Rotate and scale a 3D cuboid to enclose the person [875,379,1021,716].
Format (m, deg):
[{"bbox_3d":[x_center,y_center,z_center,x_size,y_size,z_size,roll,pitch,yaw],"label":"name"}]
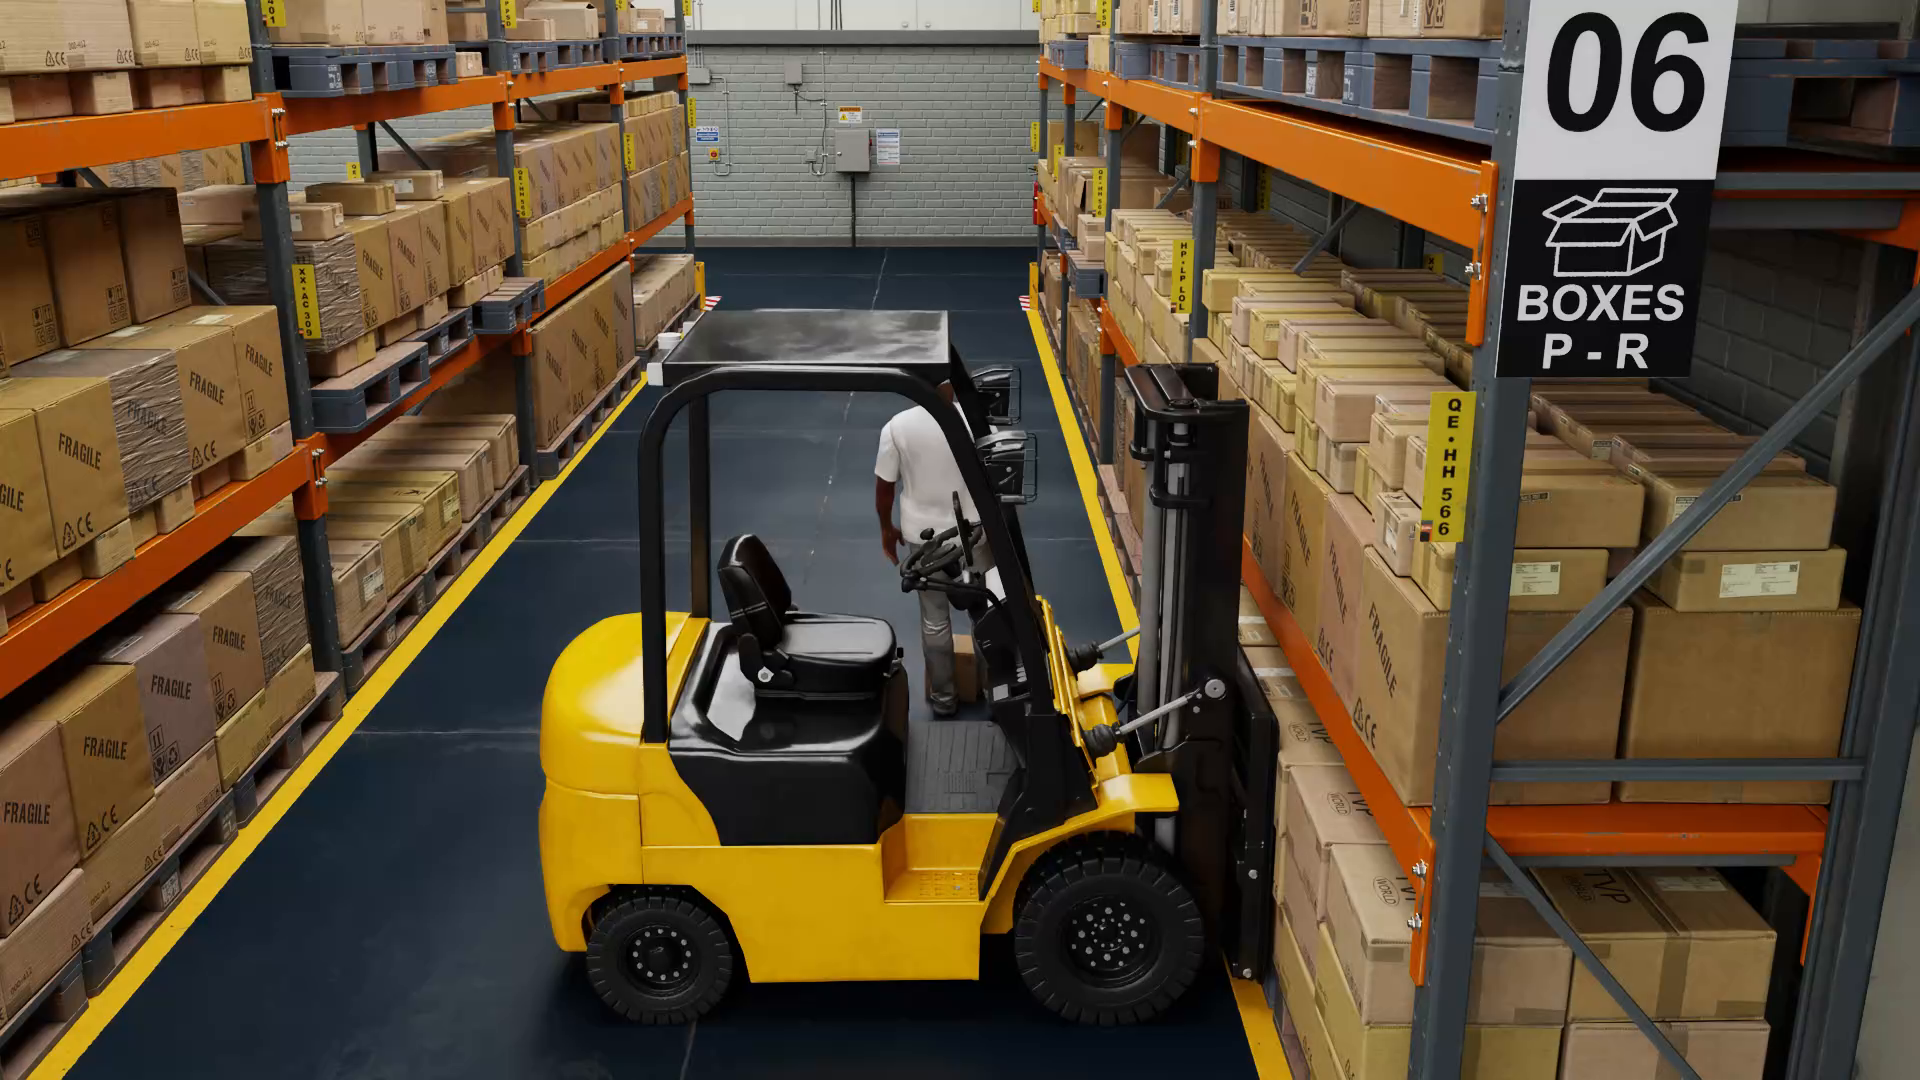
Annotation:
[{"bbox_3d":[-0.035,-0.055,7.652,0.666,1.765,0.577,4,17,12],"label":"person"}]
